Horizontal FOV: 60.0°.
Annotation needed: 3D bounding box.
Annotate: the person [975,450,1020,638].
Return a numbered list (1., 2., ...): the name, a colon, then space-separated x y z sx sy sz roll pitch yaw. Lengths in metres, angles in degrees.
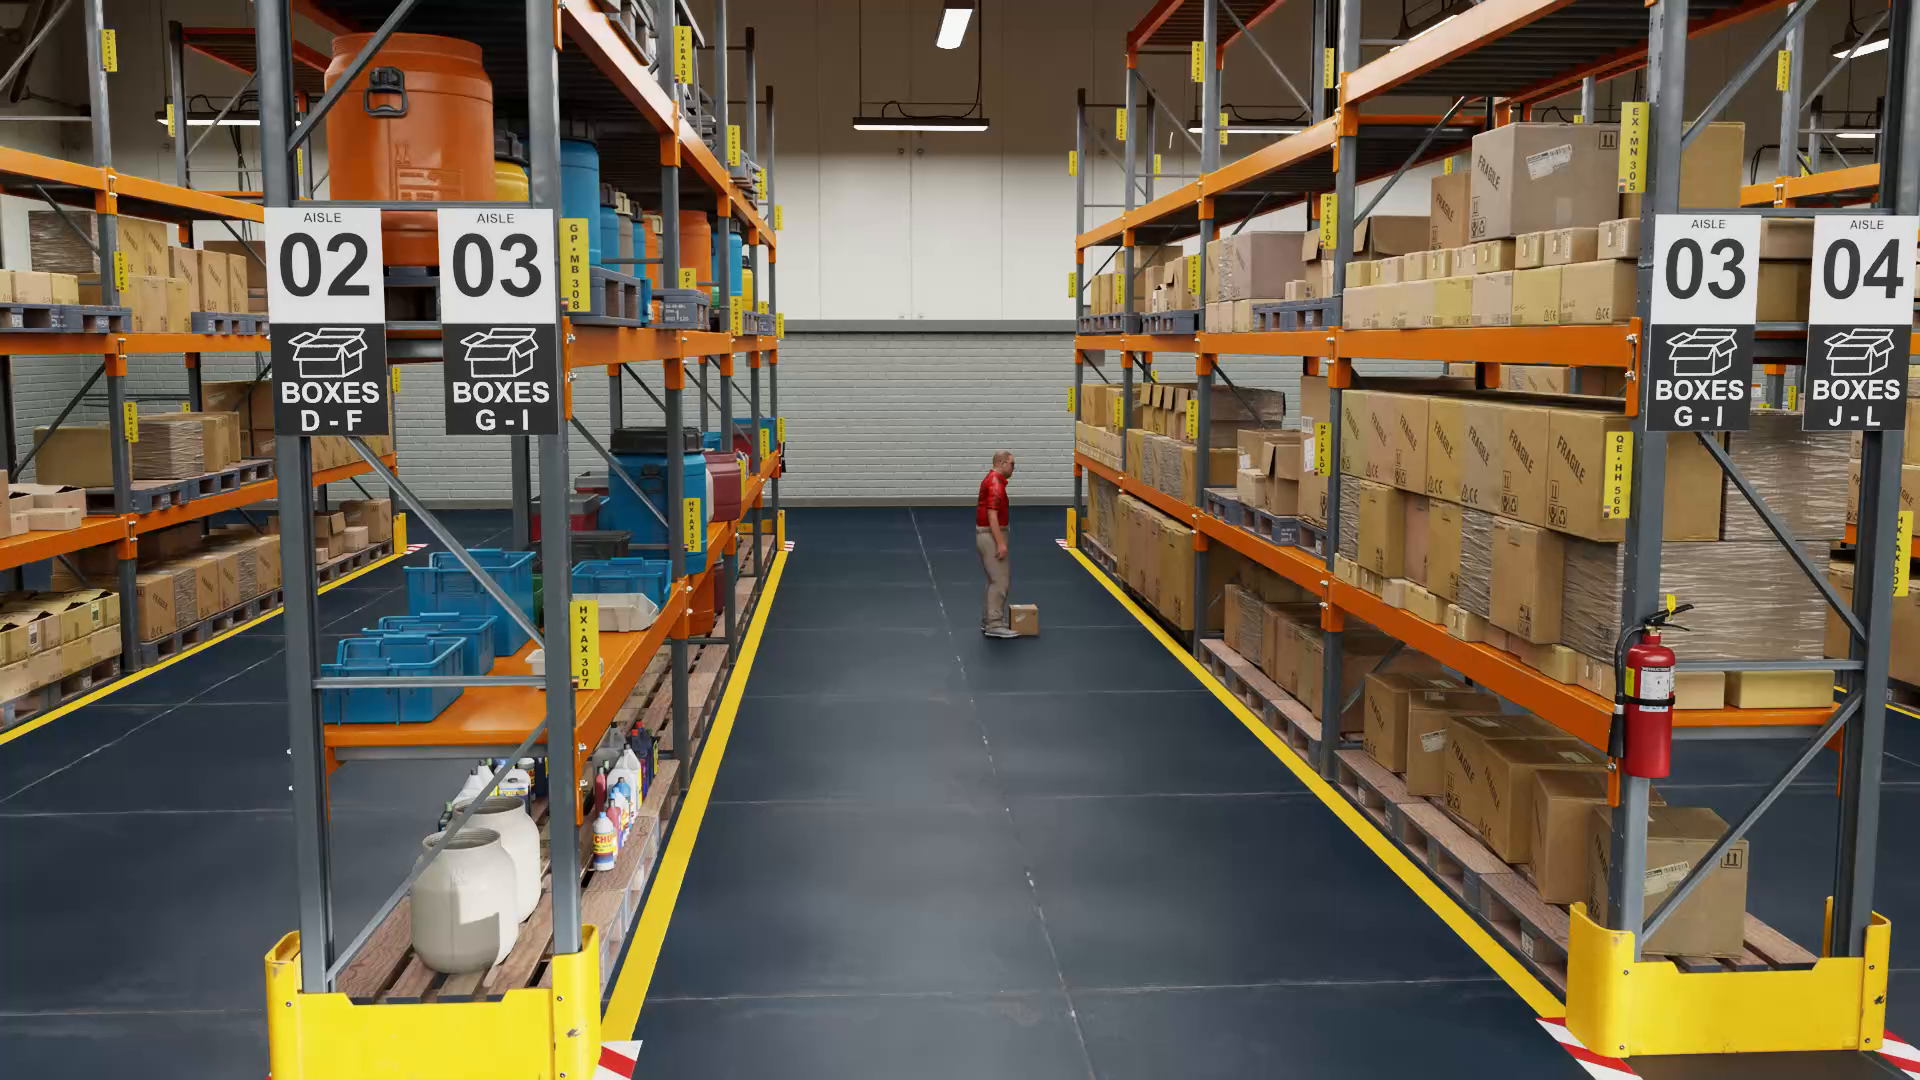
1. person: 0.344 0.024 15.597 0.396 1.726 0.585 0 7 -4
